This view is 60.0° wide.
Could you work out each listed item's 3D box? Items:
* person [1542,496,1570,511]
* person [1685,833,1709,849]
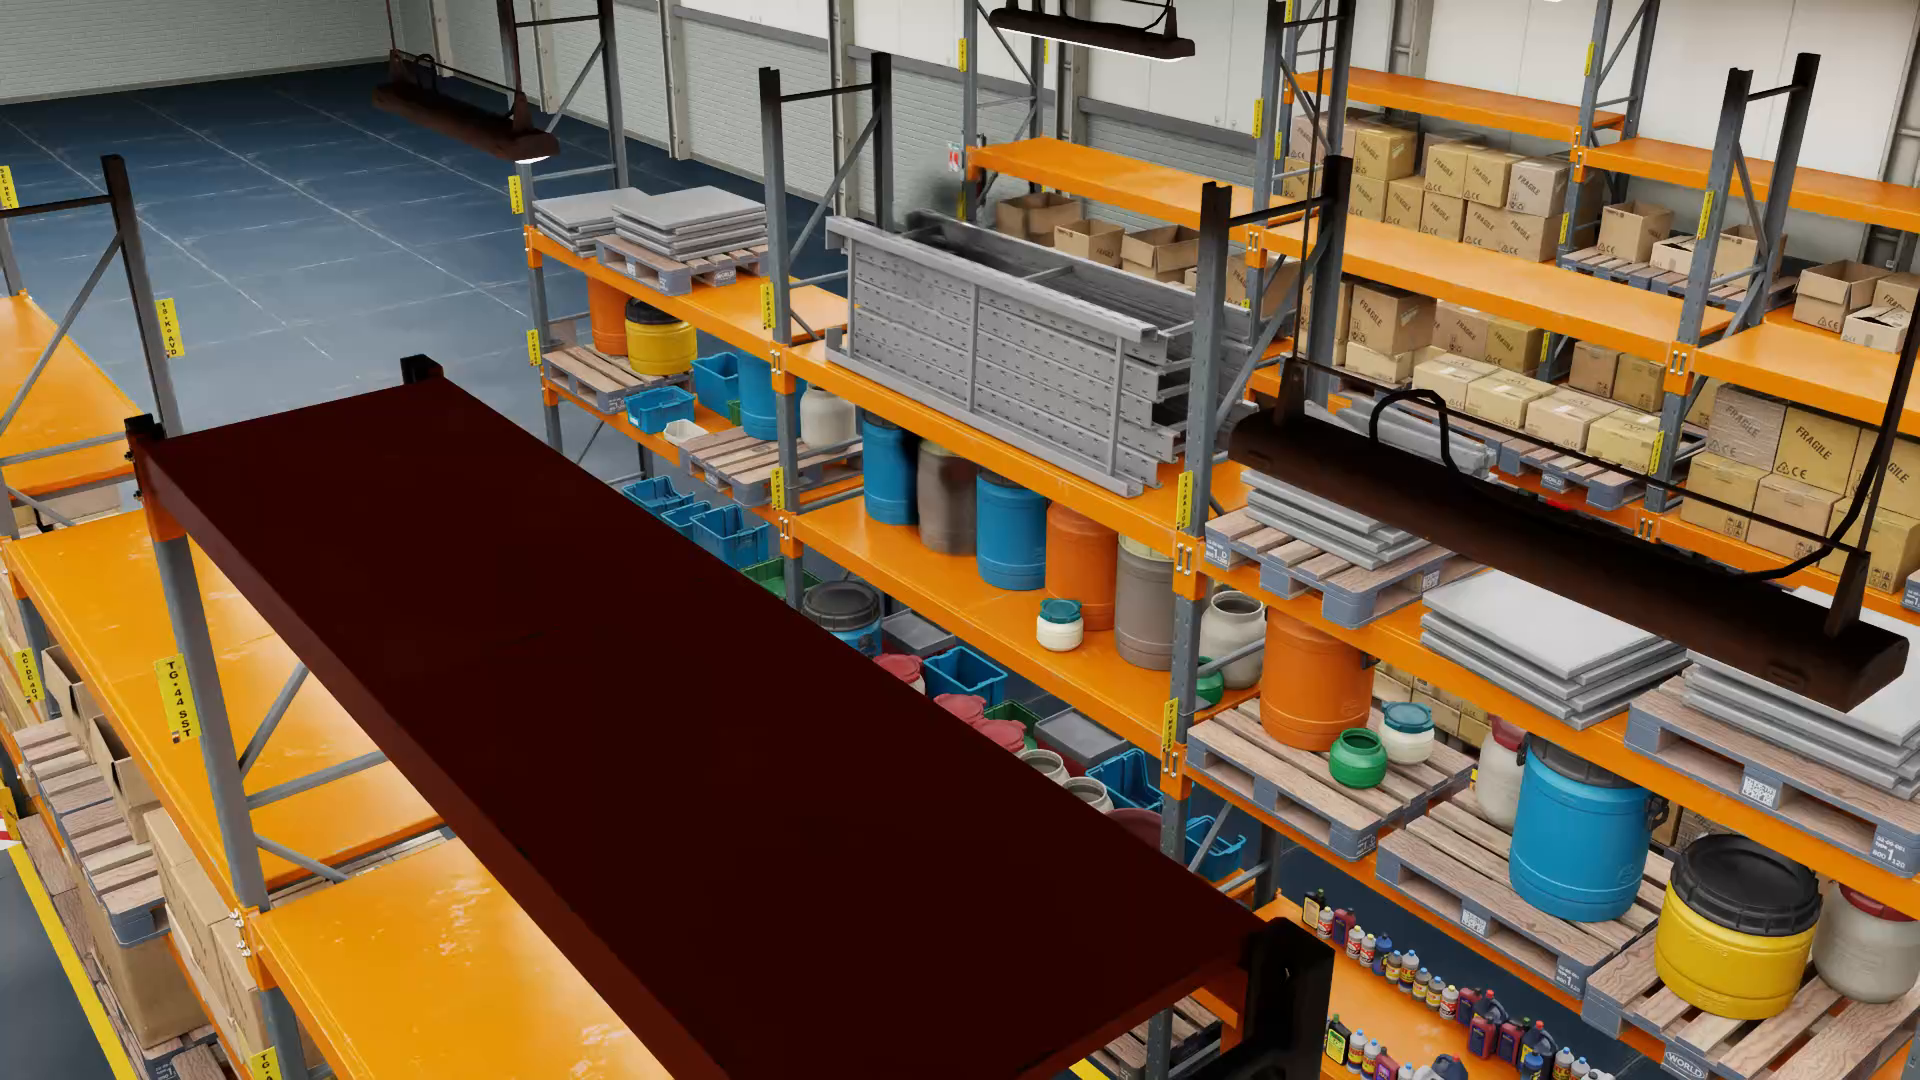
[{"bbox_3d":[5.464,0.342,15.559,0.636,1.741,0.586,-18,31,-32],"label":"person"},{"bbox_3d":[4.740,2.672,10.841,0.755,1.756,0.555,21,33,37],"label":"person"}]
